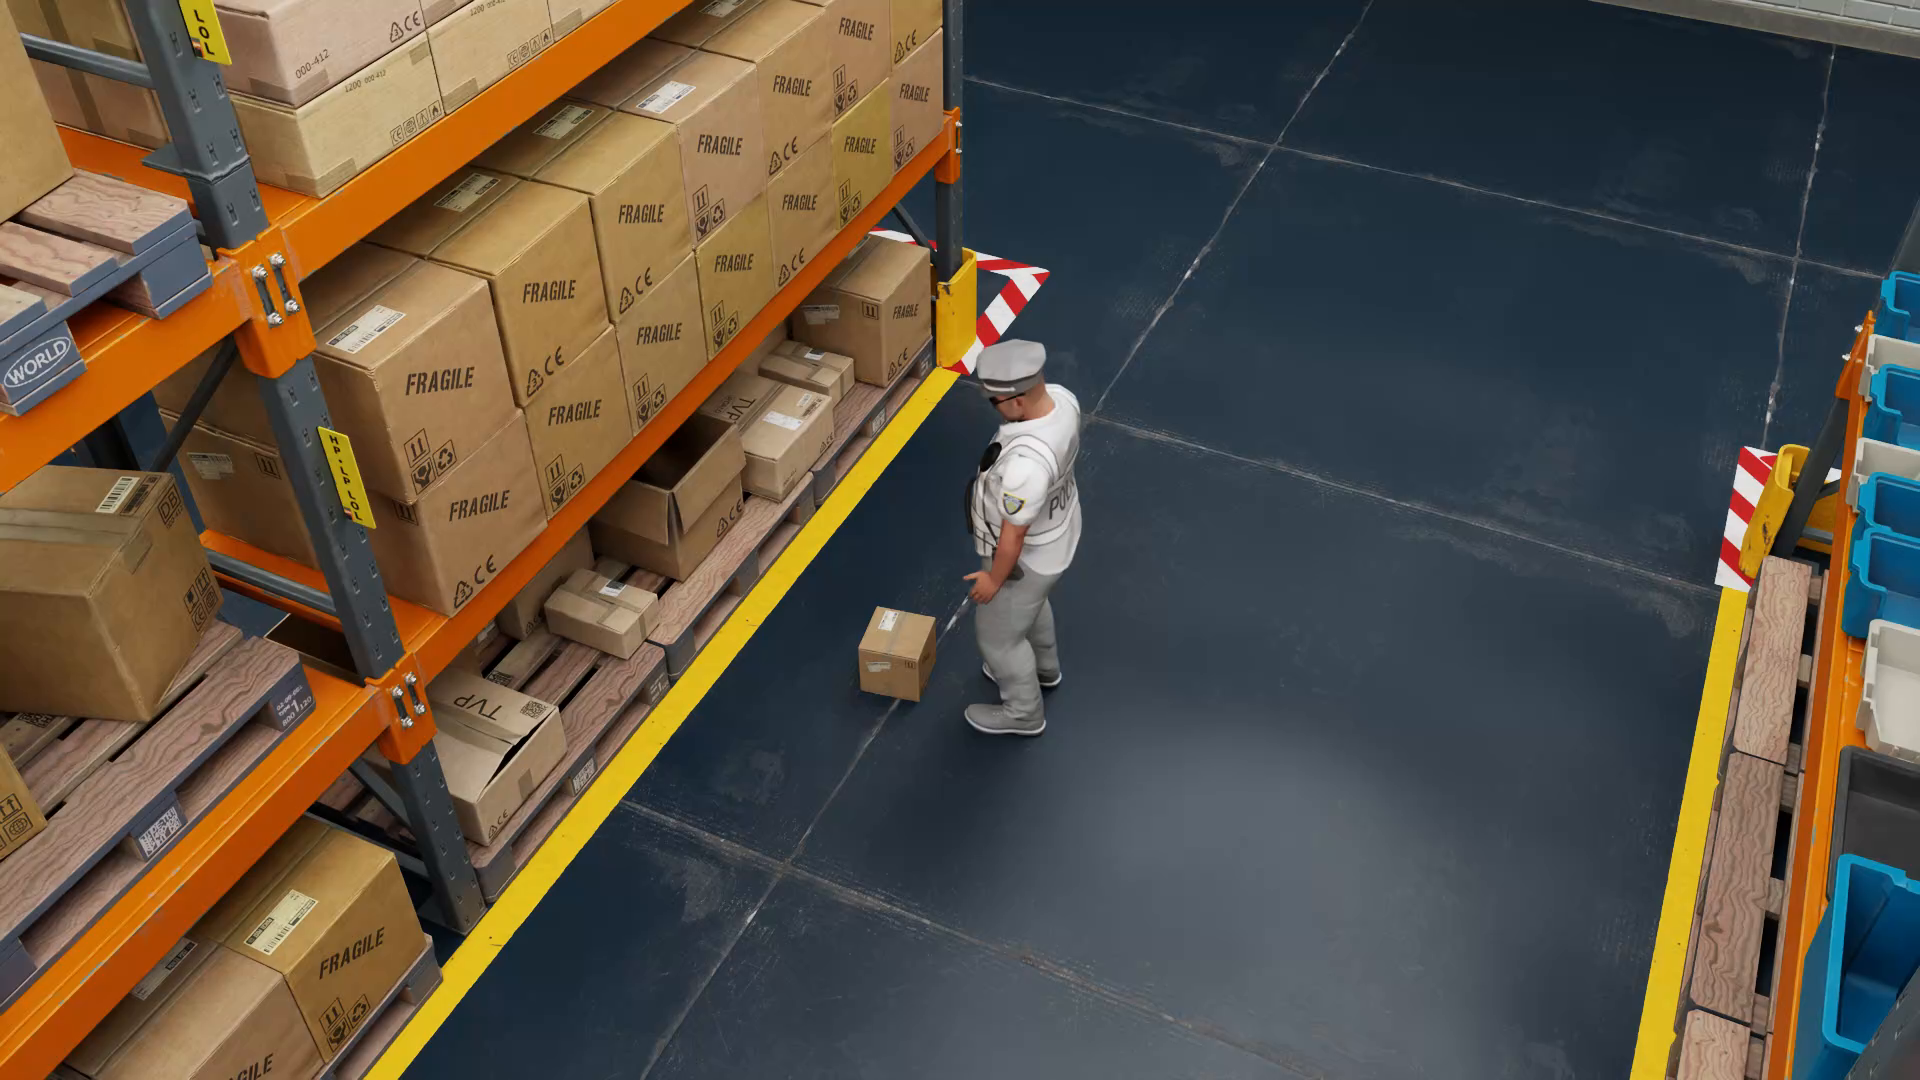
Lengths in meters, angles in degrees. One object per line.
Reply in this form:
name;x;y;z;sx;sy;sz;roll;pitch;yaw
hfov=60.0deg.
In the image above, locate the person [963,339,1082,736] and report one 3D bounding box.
person;0.235;0.027;6.145;0.388;1.734;0.535;11;43;12
